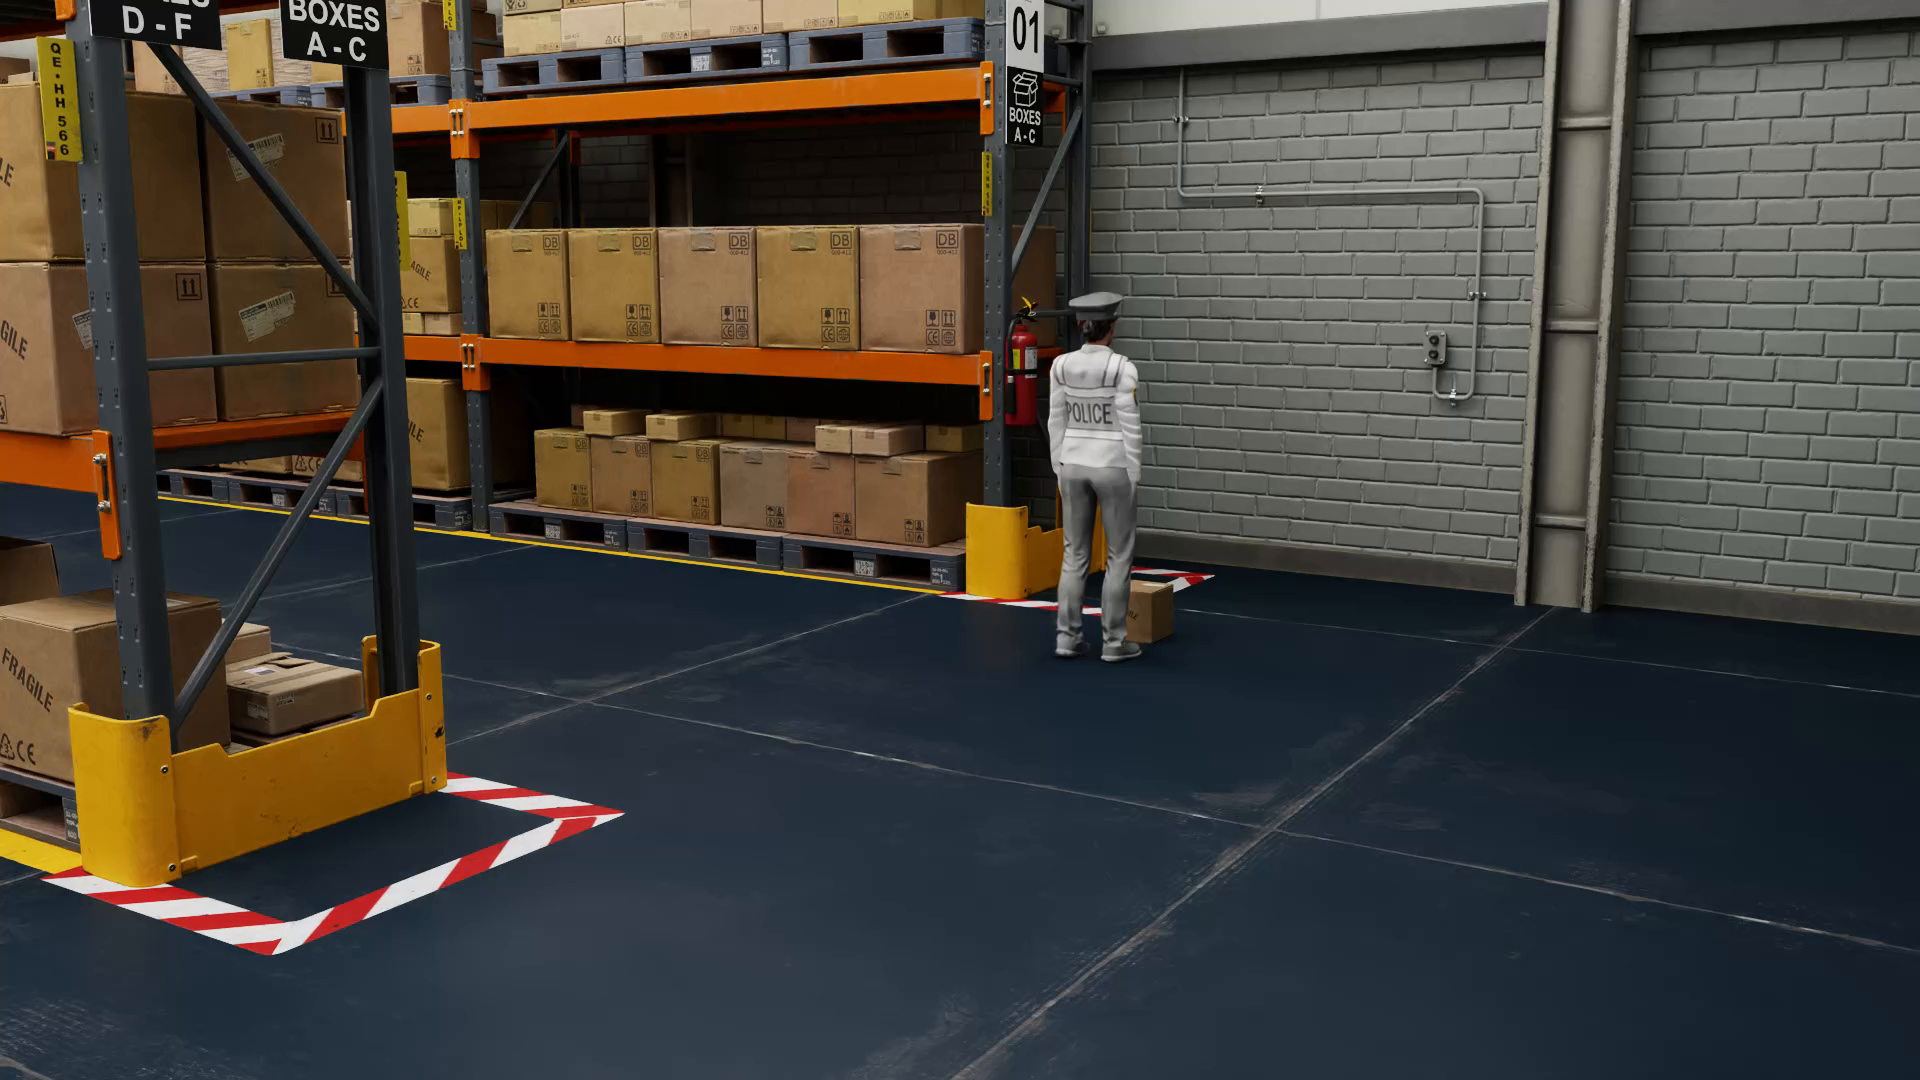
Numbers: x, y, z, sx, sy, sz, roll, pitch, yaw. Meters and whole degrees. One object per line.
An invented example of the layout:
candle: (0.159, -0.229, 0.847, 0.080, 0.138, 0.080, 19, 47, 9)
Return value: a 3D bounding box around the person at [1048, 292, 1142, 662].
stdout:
person: (0.627, -0.280, 7.589, 0.468, 1.684, 0.328, 6, 11, 32)
